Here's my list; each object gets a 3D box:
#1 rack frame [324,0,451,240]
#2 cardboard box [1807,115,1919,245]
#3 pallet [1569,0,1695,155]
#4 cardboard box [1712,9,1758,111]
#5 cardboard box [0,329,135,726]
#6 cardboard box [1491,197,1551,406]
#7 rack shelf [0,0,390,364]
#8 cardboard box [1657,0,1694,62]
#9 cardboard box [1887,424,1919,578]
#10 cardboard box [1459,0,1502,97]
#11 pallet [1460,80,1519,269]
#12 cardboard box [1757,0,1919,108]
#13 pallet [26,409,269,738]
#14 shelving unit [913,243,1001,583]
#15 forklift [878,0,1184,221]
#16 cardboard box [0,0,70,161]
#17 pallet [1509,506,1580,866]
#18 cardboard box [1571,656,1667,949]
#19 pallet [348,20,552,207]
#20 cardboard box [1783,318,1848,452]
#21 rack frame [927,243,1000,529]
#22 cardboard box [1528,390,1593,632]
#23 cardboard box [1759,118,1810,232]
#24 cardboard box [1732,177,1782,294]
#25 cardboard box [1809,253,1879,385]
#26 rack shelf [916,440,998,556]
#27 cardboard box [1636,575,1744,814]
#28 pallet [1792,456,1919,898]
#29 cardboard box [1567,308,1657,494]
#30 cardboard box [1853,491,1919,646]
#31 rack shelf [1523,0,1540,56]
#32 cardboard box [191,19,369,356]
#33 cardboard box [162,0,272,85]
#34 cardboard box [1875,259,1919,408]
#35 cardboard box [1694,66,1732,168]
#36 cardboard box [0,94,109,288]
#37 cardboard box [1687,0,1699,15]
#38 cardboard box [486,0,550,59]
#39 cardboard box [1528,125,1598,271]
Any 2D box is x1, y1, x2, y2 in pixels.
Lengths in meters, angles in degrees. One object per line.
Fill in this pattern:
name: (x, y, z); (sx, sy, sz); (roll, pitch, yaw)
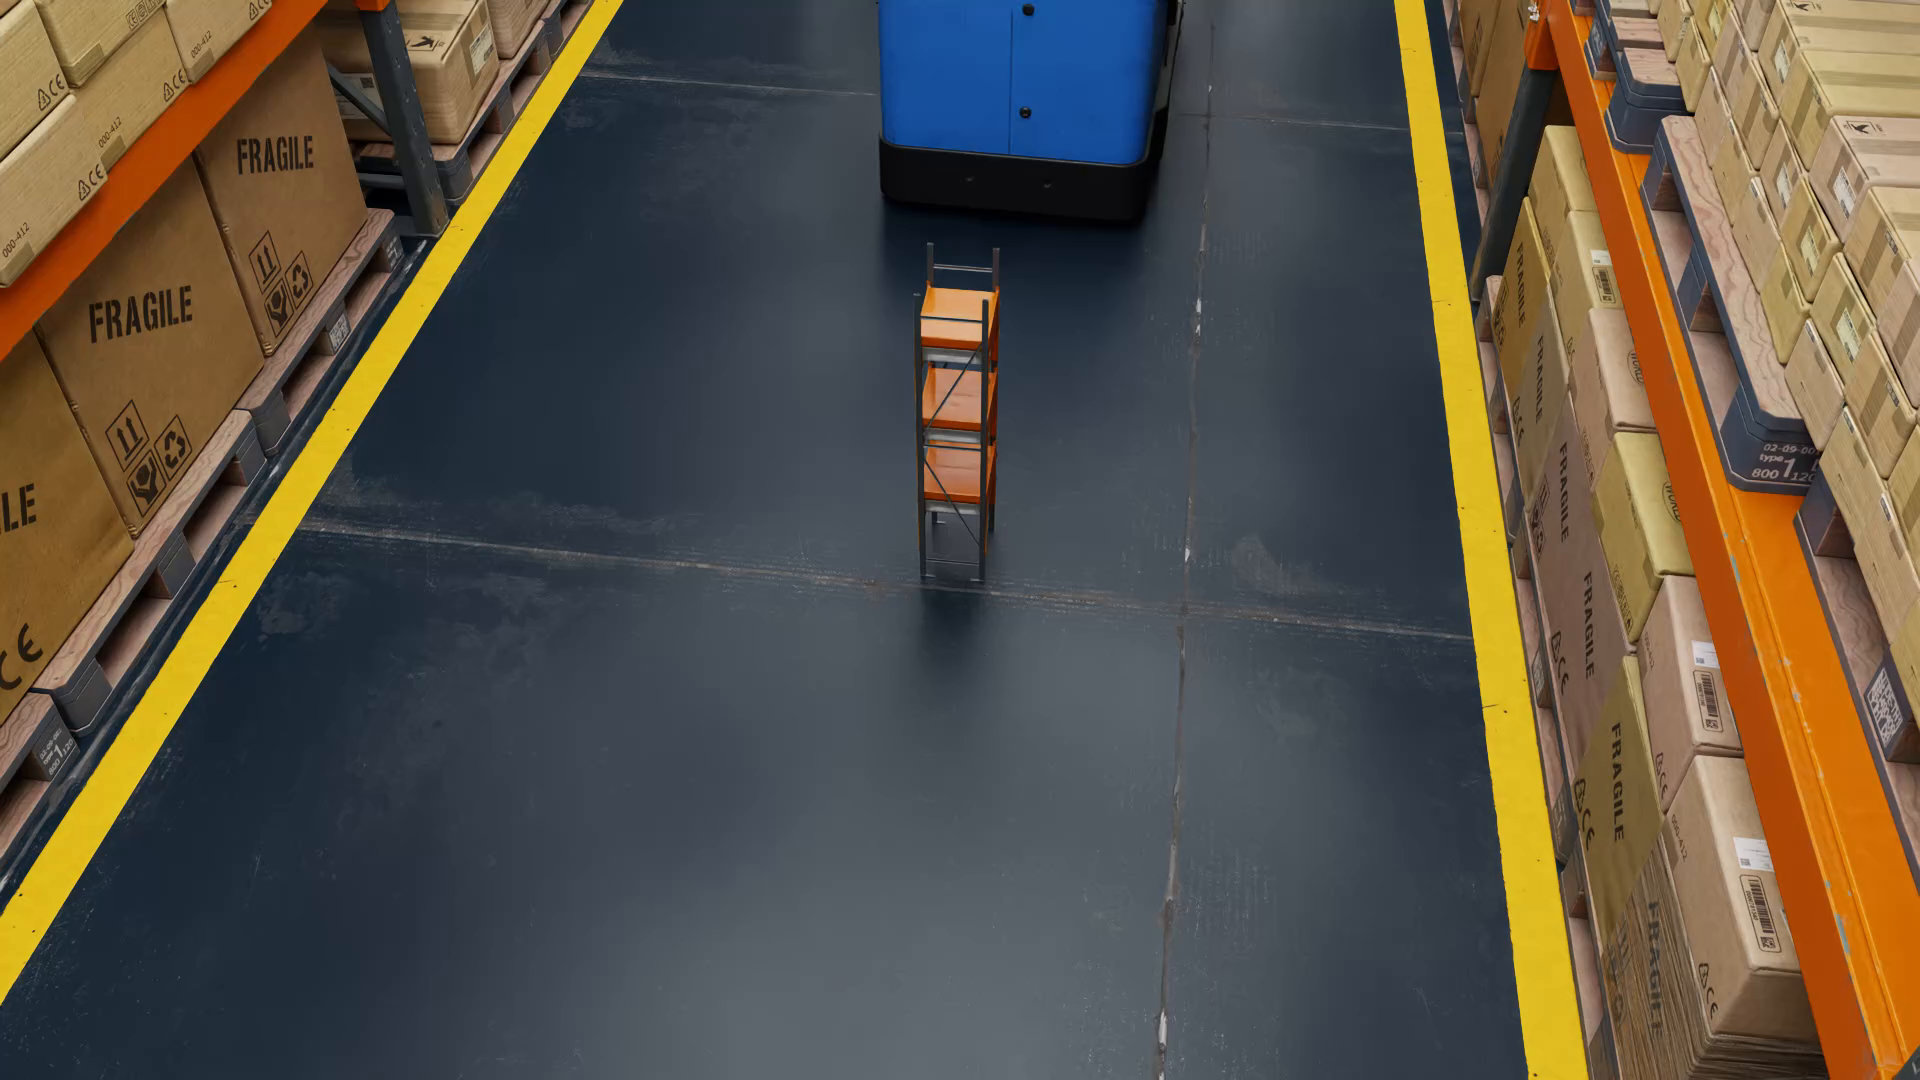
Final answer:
rack frame: (-2.517, -2.346, 5.545); (1.000, 3.000, 0.127); (5, 44, 6)
cardboard box: (1.907, -0.695, 3.247); (0.380, 0.149, 0.250); (3, 44, 4)
pallet: (2.414, -1.399, 4.686); (1.213, 0.211, 1.003); (5, 44, 6)
cardboard box: (2.007, -1.114, 3.905); (0.380, 0.149, 0.250); (5, 44, 6)
cardboard box: (-2.932, -0.047, 4.357); (0.875, 0.875, 0.875); (6, 44, 7)
cardboard box: (2.056, -0.750, 5.373); (0.500, 0.500, 0.500); (4, 44, 4)
rack shelf: (-2.782, -0.721, 4.353); (1.077, 0.370, 4.000); (5, 44, 6)
cardboard box: (2.073, -1.372, 4.395); (0.380, 0.149, 0.250); (7, 44, 8)
cardboard box: (1.800, -0.045, 2.777); (0.380, 0.149, 0.250); (7, 44, 7)
cardboard box: (2.685, -2.303, 6.831); (1.050, 0.750, 0.750); (6, 44, 6)
pallet: (2.582, -1.482, 6.662); (1.003, 0.211, 1.213); (5, 44, 6)
cardboard box: (1.977, -1.049, 3.620); (0.380, 0.149, 0.250); (6, 44, 7)
pallet: (-2.860, 0.027, 5.068); (1.003, 0.211, 1.213); (5, 44, 6)
shelving unit: (-0.007, -0.345, 4.851); (0.215, 1.050, 0.252); (5, 44, 6)
forklift: (0.438, -3.325, 6.630); (1.130, 2.935, 3.031); (7, 44, 7)
cardboard box: (-2.509, -1.065, 3.939); (0.500, 0.250, 0.500); (4, 44, 4)
pallet: (2.134, 0.410, 4.664); (1.003, 0.211, 1.213); (5, 44, 6)
cardboard box: (1.790, 0.640, 3.905); (0.500, 0.500, 0.500); (4, 44, 5)
pallet: (-2.412, -1.865, 7.067); (1.003, 0.211, 1.213); (5, 44, 6)
cardboard box: (1.863, -0.296, 3.258); (0.380, 0.149, 0.250); (4, 44, 4)
rack frame: (0.009, -0.428, 4.938); (0.200, 1.050, 0.008); (5, 44, 6)
cardboard box: (1.930, -0.057, 4.641); (0.500, 0.500, 0.500); (4, 44, 4)
cardboard box: (1.939, -0.760, 3.532); (0.380, 0.149, 0.250); (7, 44, 7)
cardboard box: (1.934, -0.658, 3.641); (0.380, 0.149, 0.250); (4, 44, 4)
cardboard box: (1.868, -0.409, 3.161); (0.380, 0.149, 0.250); (3, 44, 3)
rack shelf: (-0.007, -0.135, 5.049); (0.215, 0.259, 0.240); (5, 44, 6)
cardboard box: (1.803, 0.365, 3.650); (0.500, 0.250, 0.500); (7, 44, 7)
pallet: (2.119, 0.324, 2.866); (1.003, 0.211, 1.213); (5, 44, 6)
cardboard box: (1.926, -0.352, 4.407); (0.500, 0.250, 0.500); (6, 44, 6)
cardboard box: (1.799, 0.065, 2.877); (0.380, 0.149, 0.250); (5, 44, 5)
rack shelf: (2.667, -3.066, 6.830); (1.077, 0.370, 4.000); (5, 44, 6)
cardboard box: (-2.691, -1.263, 5.642); (0.875, 0.875, 0.875); (5, 44, 5)
cardboard box: (-2.379, -1.573, 4.839); (0.500, 0.250, 0.500); (6, 44, 6)
cardboard box: (1.839, -0.345, 2.877); (0.380, 0.149, 0.250); (5, 44, 5)
cardboard box: (2.006, -1.007, 4.009); (0.380, 0.149, 0.250); (7, 44, 7)
cardboard box: (-2.501, -0.881, 4.108); (0.500, 0.250, 0.500); (5, 44, 5)
cardboard box: (2.074, -1.455, 4.266); (0.380, 0.149, 0.250); (4, 44, 4)
cardboard box: (-2.343, -2.432, 7.242); (0.950, 0.372, 0.625); (4, 44, 5)
cardboard box: (2.072, -1.034, 5.127); (0.500, 0.250, 0.500); (3, 44, 4)
